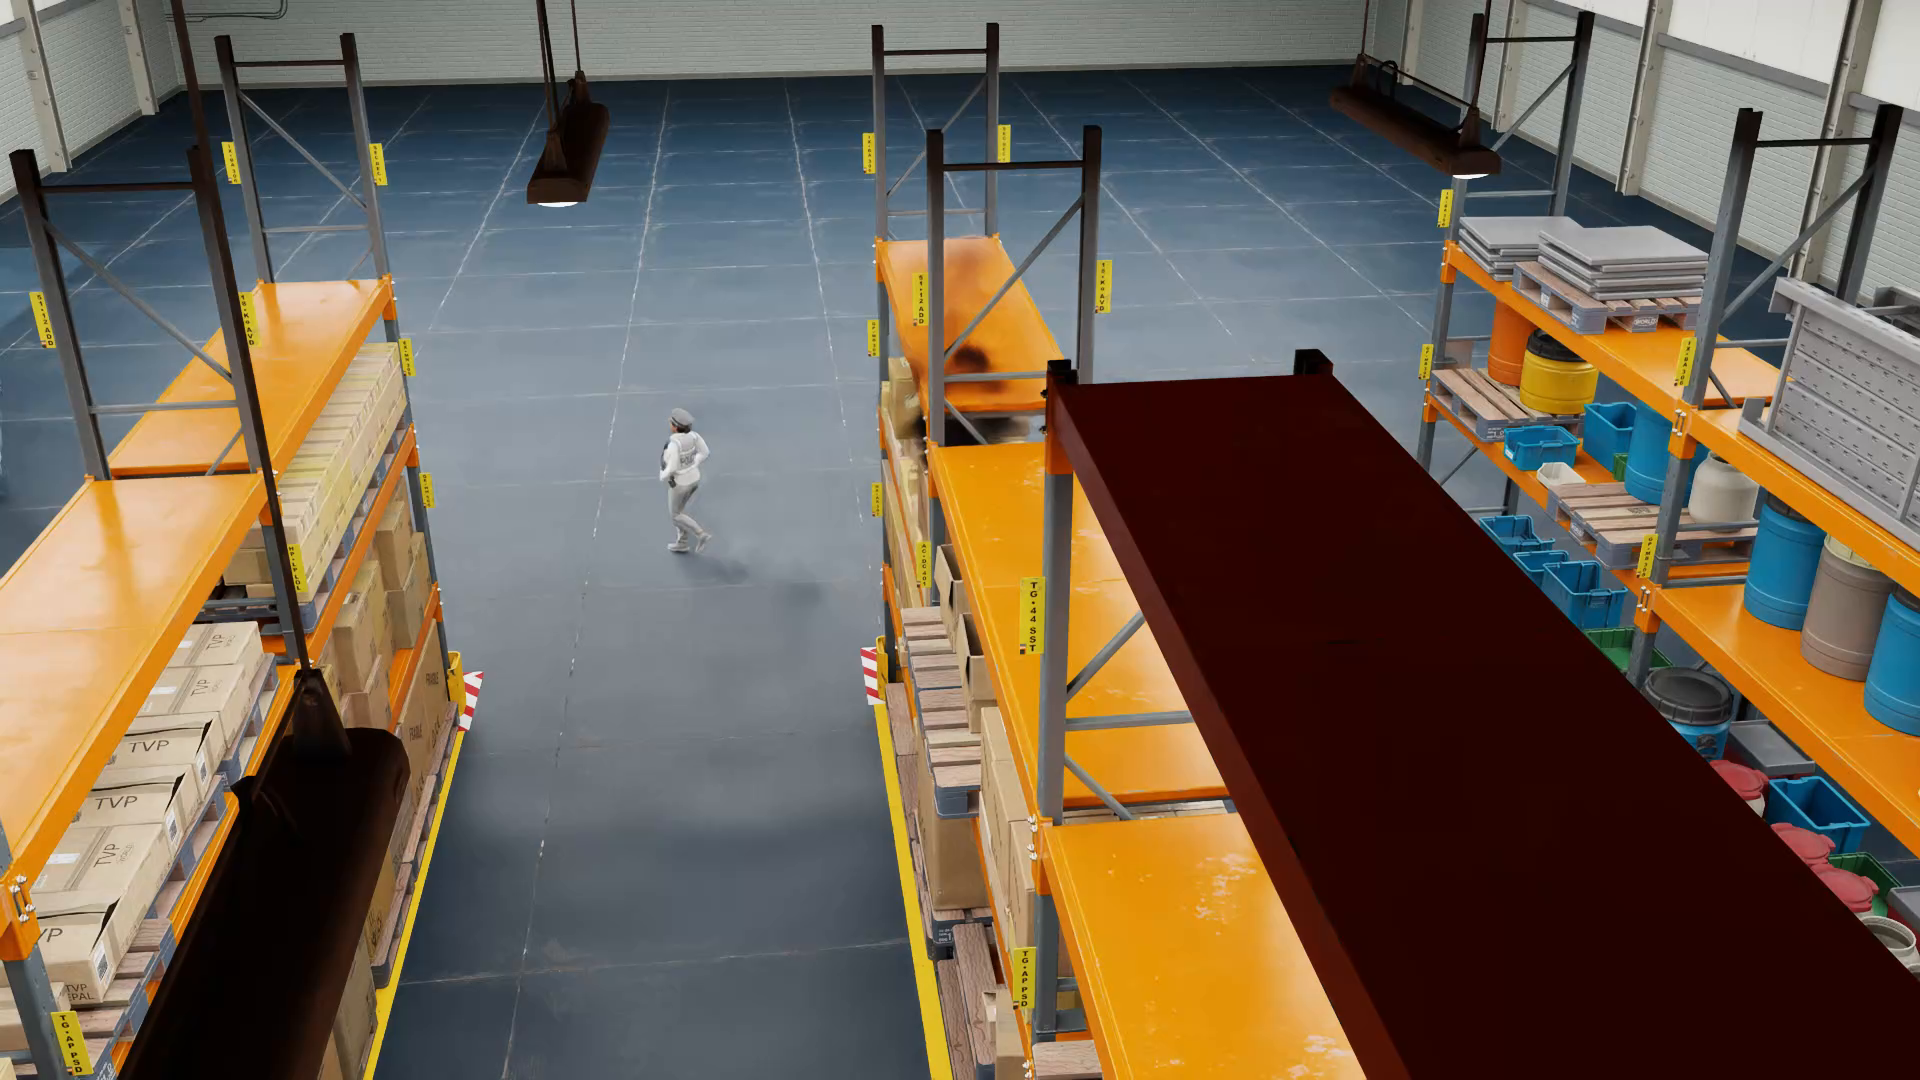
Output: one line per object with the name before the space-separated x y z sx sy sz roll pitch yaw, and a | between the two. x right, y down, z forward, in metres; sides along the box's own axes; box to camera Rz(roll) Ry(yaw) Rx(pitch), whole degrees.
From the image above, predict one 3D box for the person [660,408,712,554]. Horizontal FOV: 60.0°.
person | -2.924 -0.612 17.865 0.656 1.680 0.627 13 29 26
